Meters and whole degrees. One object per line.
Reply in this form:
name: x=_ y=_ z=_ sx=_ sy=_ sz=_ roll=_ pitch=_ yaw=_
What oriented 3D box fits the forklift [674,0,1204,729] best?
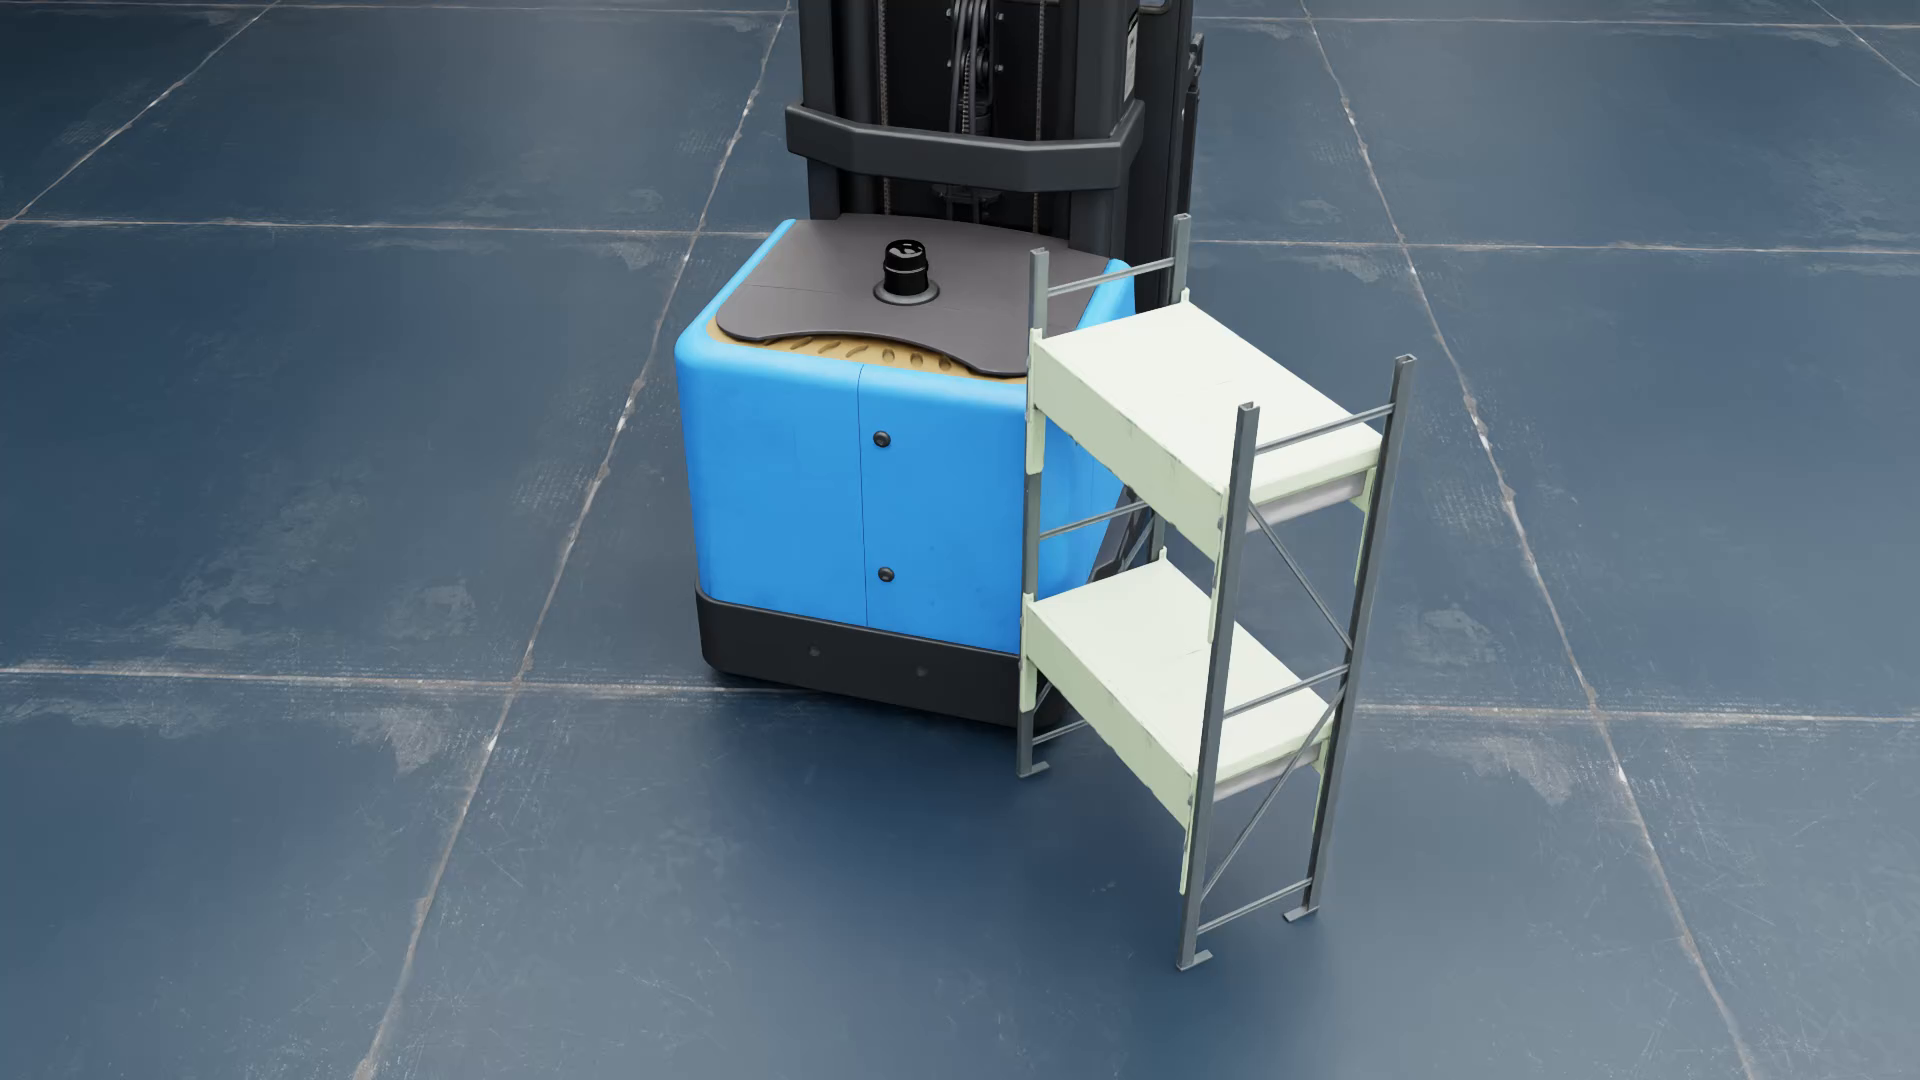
forklift: x=0.173 y=-1.543 z=4.897 sx=1.130 sy=2.935 sz=3.031 roll=9 pitch=36 yaw=13

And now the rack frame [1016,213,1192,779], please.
rack frame: x=0.328 y=-0.047 z=4.013 sx=0.400 sy=1.500 sz=0.023 roll=-17 pitch=39 yaw=-23

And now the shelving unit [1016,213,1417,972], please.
shelving unit: x=0.504 y=0.137 z=3.750 sx=0.431 sy=1.500 sz=0.755 roll=-17 pitch=39 yaw=-23

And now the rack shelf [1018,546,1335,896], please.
rack shelf: x=0.504 y=0.404 z=3.937 sx=0.431 sy=0.370 sz=0.720 roll=-17 pitch=39 yaw=-23

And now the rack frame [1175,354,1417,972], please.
rack frame: x=0.679 y=0.322 z=3.487 sx=0.400 sy=1.500 sz=0.023 roll=-17 pitch=39 yaw=-23

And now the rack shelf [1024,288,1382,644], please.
rack shelf: x=0.504 y=-0.182 z=3.526 sx=0.431 sy=0.370 sz=0.720 roll=-17 pitch=39 yaw=-23
